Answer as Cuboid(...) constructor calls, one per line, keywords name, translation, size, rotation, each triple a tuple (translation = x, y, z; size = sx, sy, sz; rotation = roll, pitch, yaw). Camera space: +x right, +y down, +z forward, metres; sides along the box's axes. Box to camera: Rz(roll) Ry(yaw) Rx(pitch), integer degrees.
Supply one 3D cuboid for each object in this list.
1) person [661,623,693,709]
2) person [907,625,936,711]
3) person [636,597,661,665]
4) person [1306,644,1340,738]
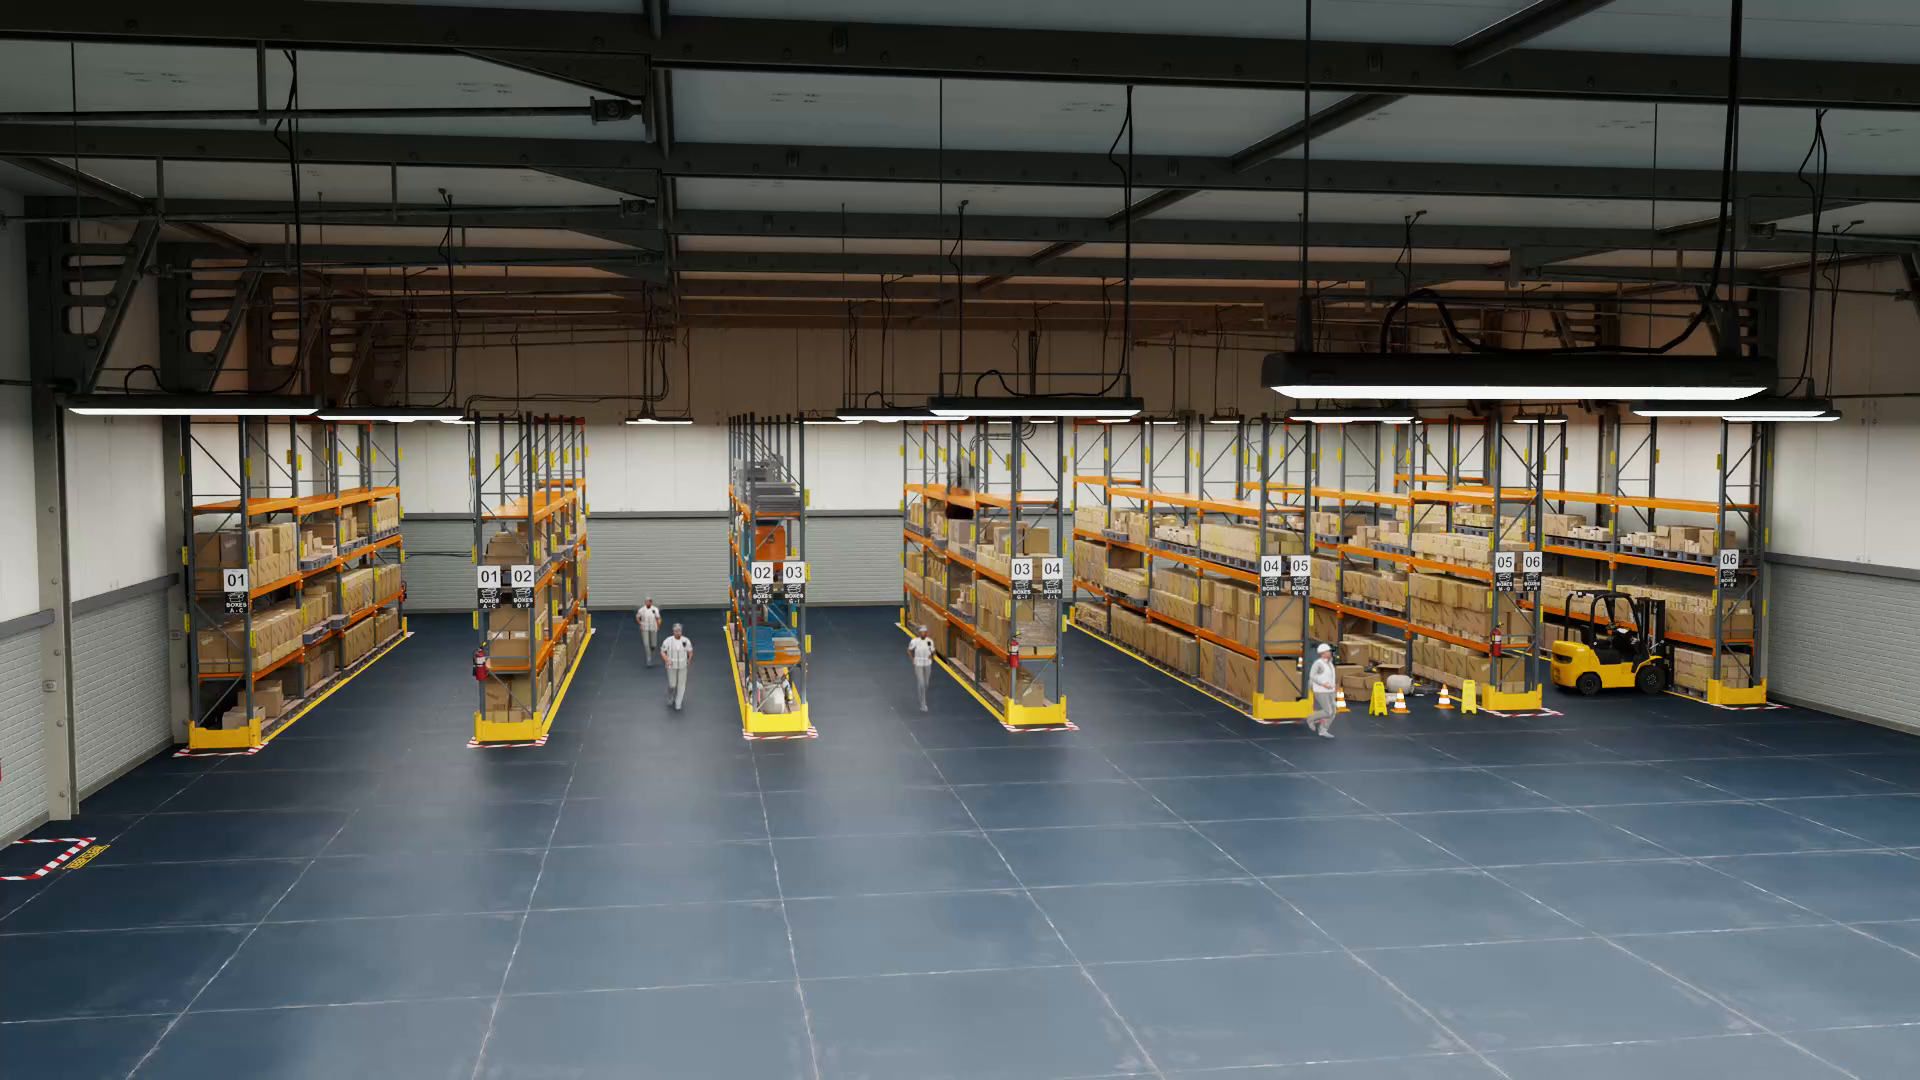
Cuboid(name="person", translation=(-5.743, 2.554, 33.793), size=(0.644, 1.737, 0.595), rotation=(-1, 4, -17))
Cuboid(name="person", translation=(-0.763, 2.574, 33.870), size=(0.575, 1.724, 0.796), rotation=(-1, 4, -18))
Cuboid(name="person", translation=(-7.546, 2.185, 40.297), size=(0.608, 1.641, 0.661), rotation=(-1, 4, -15))
Cuboid(name="person", translation=(6.699, 2.781, 30.746), size=(0.571, 1.741, 0.650), rotation=(4, 5, 45))
